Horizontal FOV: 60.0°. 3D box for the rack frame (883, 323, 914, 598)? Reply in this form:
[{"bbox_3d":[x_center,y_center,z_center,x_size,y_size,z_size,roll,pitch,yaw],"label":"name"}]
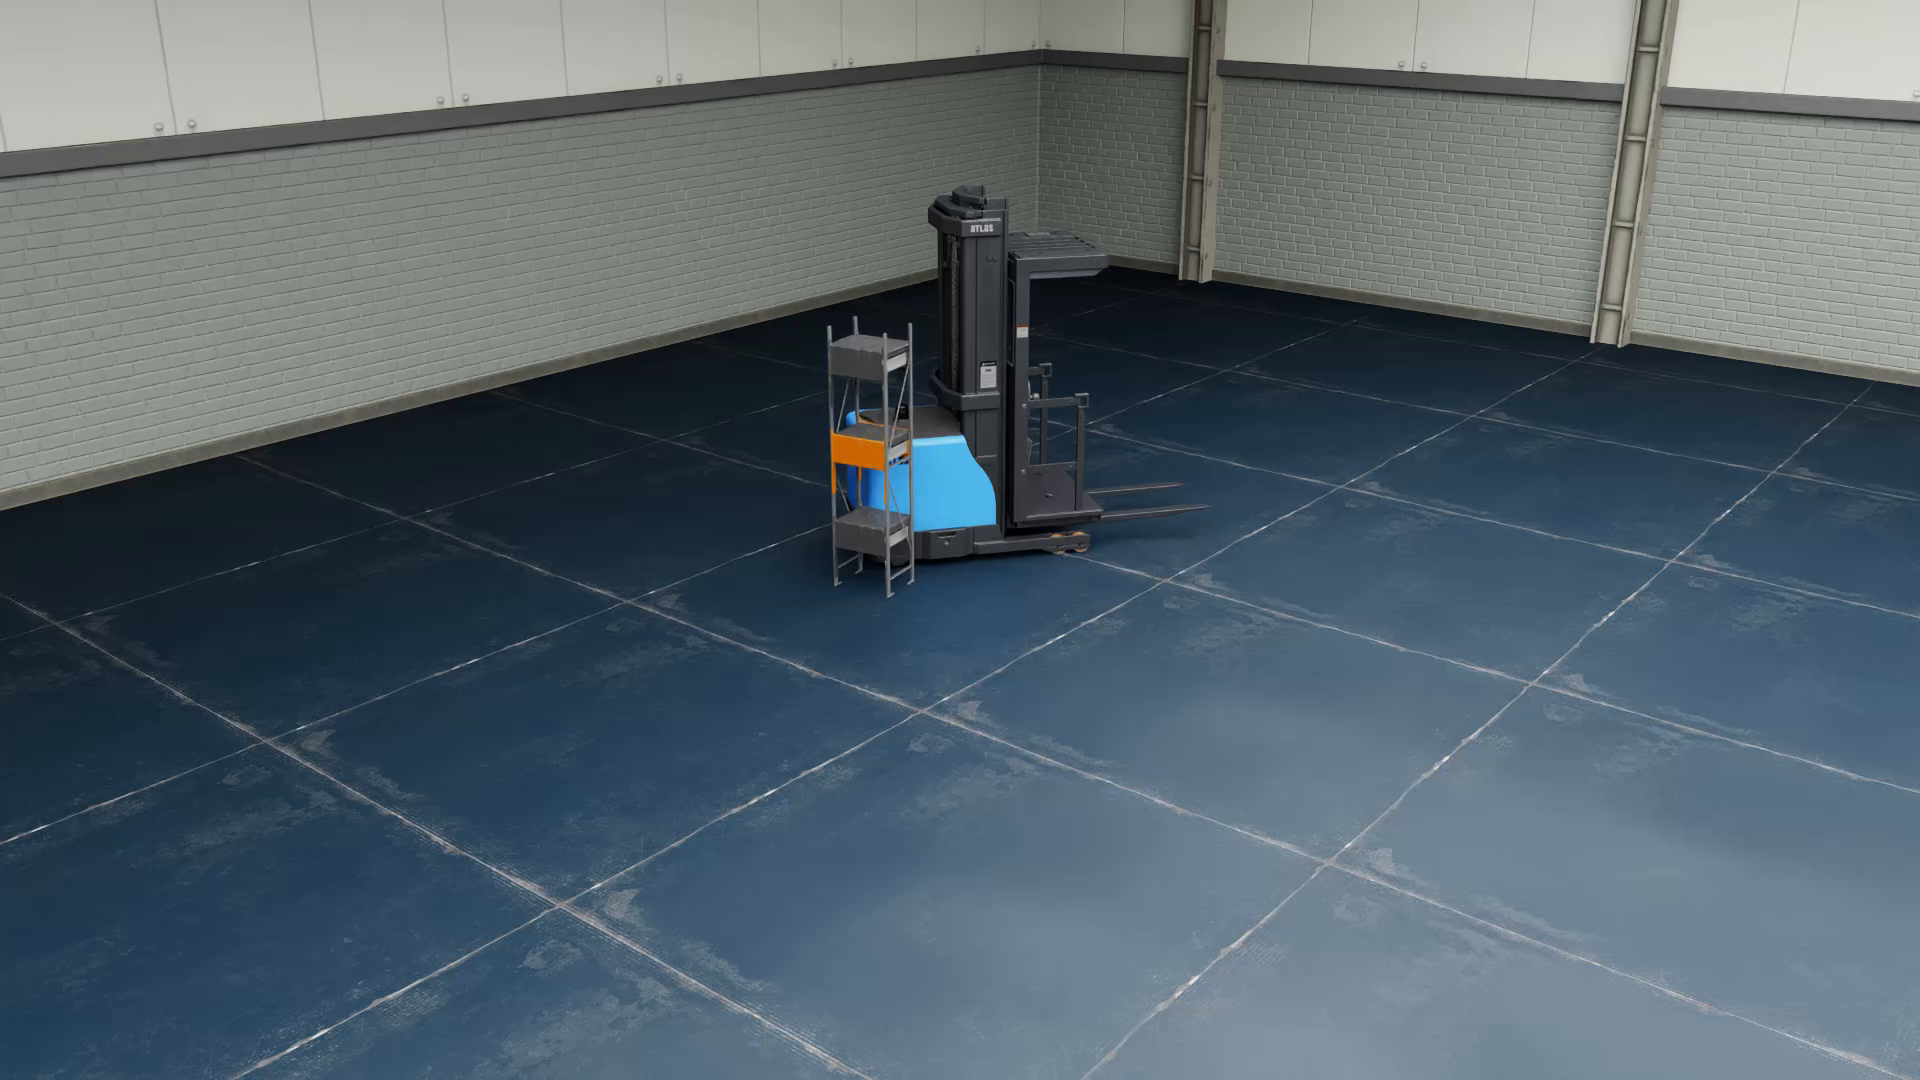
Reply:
[{"bbox_3d":[-0.467,-0.594,12.764,0.015,2.100,0.400,11,23,27],"label":"rack frame"}]

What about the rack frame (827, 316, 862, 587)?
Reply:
[{"bbox_3d":[-0.894,-0.677,12.985,0.015,2.100,0.400,11,23,27],"label":"rack frame"}]

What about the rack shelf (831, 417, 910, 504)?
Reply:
[{"bbox_3d":[-0.681,-0.623,12.879,0.480,0.518,0.431,11,23,27],"label":"rack shelf"}]

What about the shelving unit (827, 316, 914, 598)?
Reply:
[{"bbox_3d":[-0.681,-0.635,12.875,0.503,2.100,0.431,11,23,27],"label":"shelving unit"}]

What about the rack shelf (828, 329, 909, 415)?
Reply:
[{"bbox_3d":[-0.679,-1.278,12.634,0.480,0.518,0.431,11,23,27],"label":"rack shelf"}]

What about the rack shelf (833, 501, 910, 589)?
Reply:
[{"bbox_3d":[-0.682,0.033,13.124,0.480,0.518,0.431,11,23,27],"label":"rack shelf"}]

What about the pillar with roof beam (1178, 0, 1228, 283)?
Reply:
[{"bbox_3d":[0.708,-6.828,19.521,0.400,9.000,9.100,16,26,36],"label":"pillar with roof beam"}]

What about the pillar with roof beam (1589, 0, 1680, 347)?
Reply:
[{"bbox_3d":[5.356,-5.489,15.971,0.400,9.000,9.100,16,26,36],"label":"pillar with roof beam"}]

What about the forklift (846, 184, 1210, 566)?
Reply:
[{"bbox_3d":[0.602,-1.427,13.799,3.031,2.935,1.130,-5,21,-14],"label":"forklift"}]
